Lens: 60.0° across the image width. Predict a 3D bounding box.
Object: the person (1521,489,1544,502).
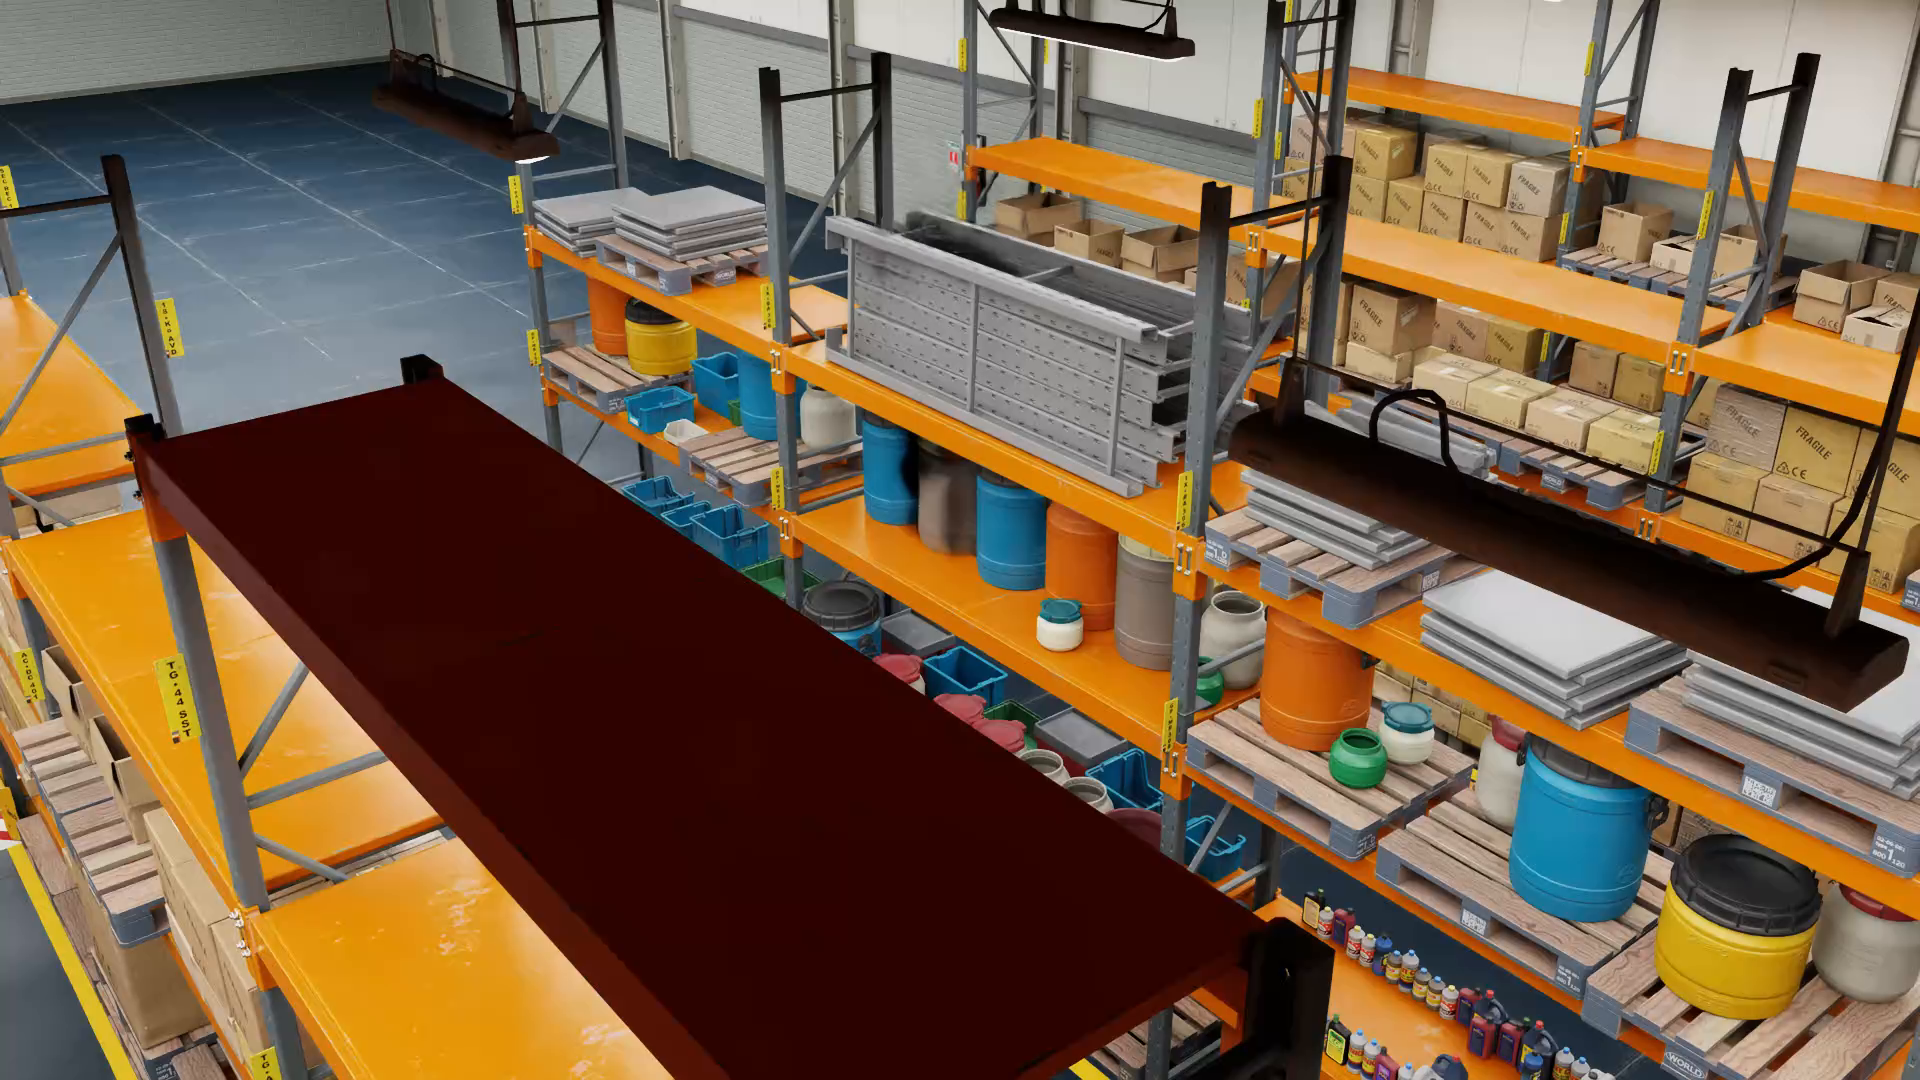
[{"bbox_3d":[5.349,0.317,15.769,0.628,1.638,0.647,-18,31,-32],"label":"person"}]
